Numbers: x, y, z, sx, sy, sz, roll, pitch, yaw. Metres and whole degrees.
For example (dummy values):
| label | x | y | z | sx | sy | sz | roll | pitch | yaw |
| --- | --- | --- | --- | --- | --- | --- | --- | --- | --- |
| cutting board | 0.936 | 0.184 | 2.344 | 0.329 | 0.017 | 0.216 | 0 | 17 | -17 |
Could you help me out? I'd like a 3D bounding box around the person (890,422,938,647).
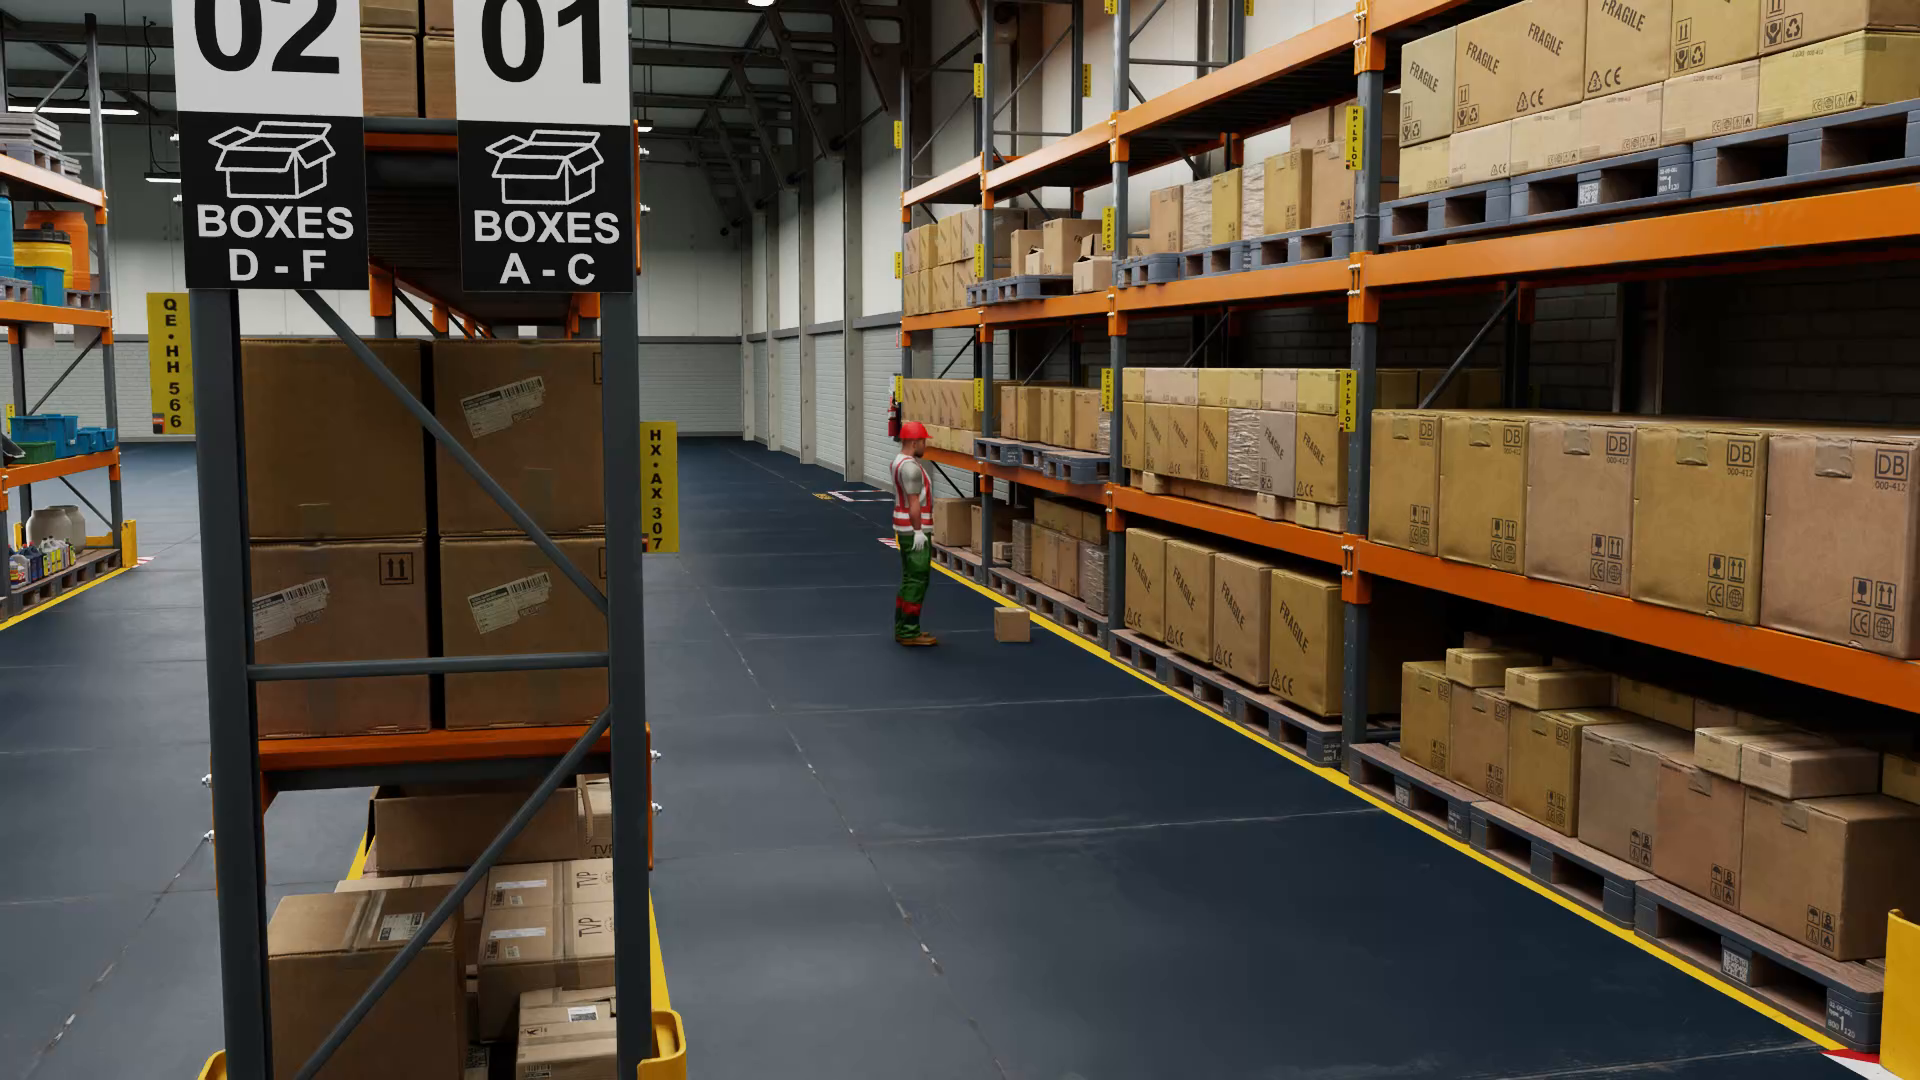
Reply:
| label | x | y | z | sx | sy | sz | roll | pitch | yaw |
| --- | --- | --- | --- | --- | --- | --- | --- | --- | --- |
| person | -0.374 | -0.056 | 13.341 | 0.344 | 1.780 | 0.527 | -1 | 6 | -12 |
